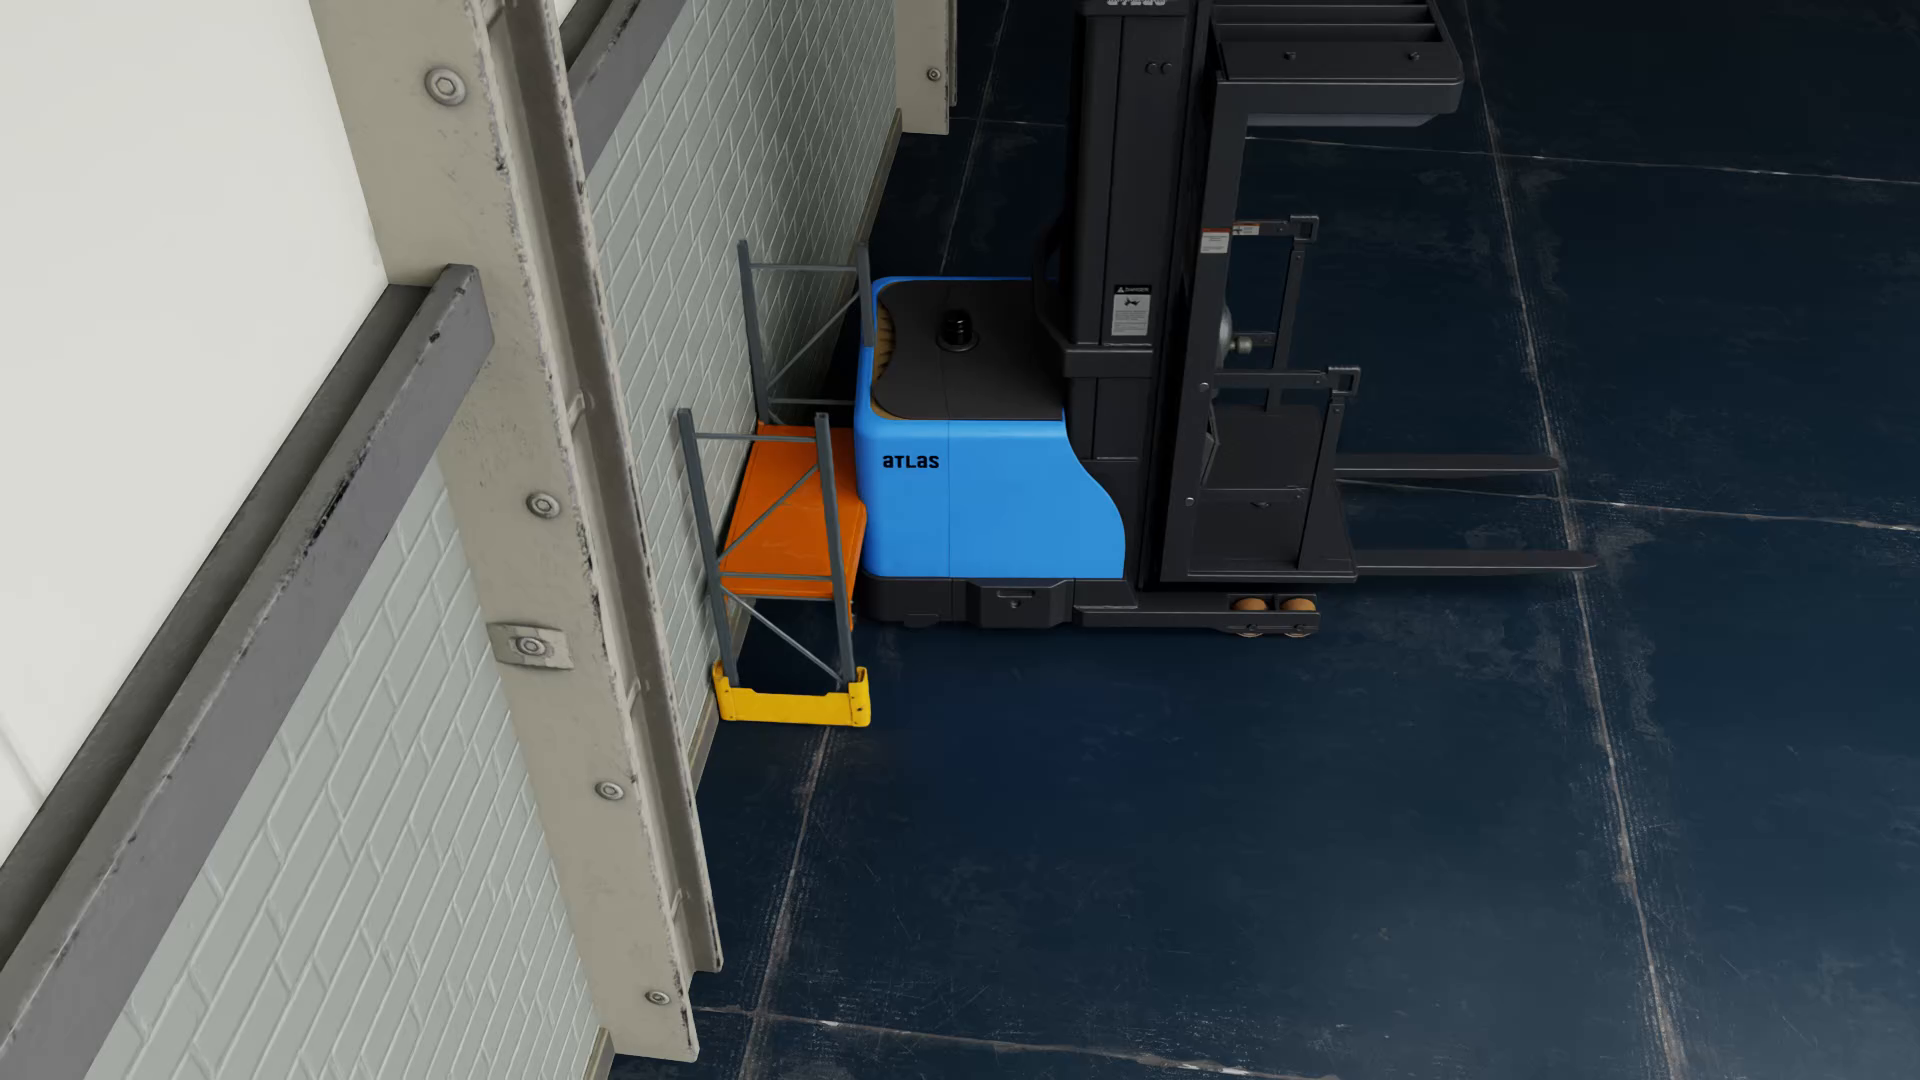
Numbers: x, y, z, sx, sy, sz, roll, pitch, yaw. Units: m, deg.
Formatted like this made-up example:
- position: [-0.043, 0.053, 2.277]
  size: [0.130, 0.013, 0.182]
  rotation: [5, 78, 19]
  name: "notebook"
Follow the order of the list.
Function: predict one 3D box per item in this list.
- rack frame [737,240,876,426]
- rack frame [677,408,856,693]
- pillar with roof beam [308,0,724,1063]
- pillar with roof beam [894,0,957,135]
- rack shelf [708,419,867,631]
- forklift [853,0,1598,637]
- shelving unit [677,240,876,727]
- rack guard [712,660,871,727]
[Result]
- position: [-0.572, -0.556, 6.716]
  size: [0.500, 1.500, 0.032]
  rotation: [2, 43, 5]
  name: "rack frame"
- position: [-0.662, 0.134, 5.974]
  size: [0.500, 1.500, 0.032]
  rotation: [2, 43, 5]
  name: "rack frame"
- position: [3.275, -1.315, 2.094]
  size: [9.100, 9.000, 0.400]
  rotation: [5, 44, 6]
  name: "pillar with roof beam"
- position: [4.068, -5.404, 6.412]
  size: [9.100, 9.000, 0.400]
  rotation: [5, 44, 6]
  name: "pillar with roof beam"
- position: [-0.612, -0.079, 6.467]
  size: [0.538, 0.185, 1.000]
  rotation: [2, 43, 5]
  name: "rack shelf"
- position: [1.105, -1.035, 6.211]
  size: [3.031, 2.935, 1.130]
  rotation: [0, 43, 0]
  name: "forklift"
- position: [-0.617, -0.205, 6.338]
  size: [0.587, 1.500, 1.083]
  rotation: [2, 43, 5]
  name: "shelving unit"
- position: [-0.644, 0.592, 6.399]
  size: [0.587, 0.250, 0.087]
  rotation: [2, 43, 5]
  name: "rack guard"
